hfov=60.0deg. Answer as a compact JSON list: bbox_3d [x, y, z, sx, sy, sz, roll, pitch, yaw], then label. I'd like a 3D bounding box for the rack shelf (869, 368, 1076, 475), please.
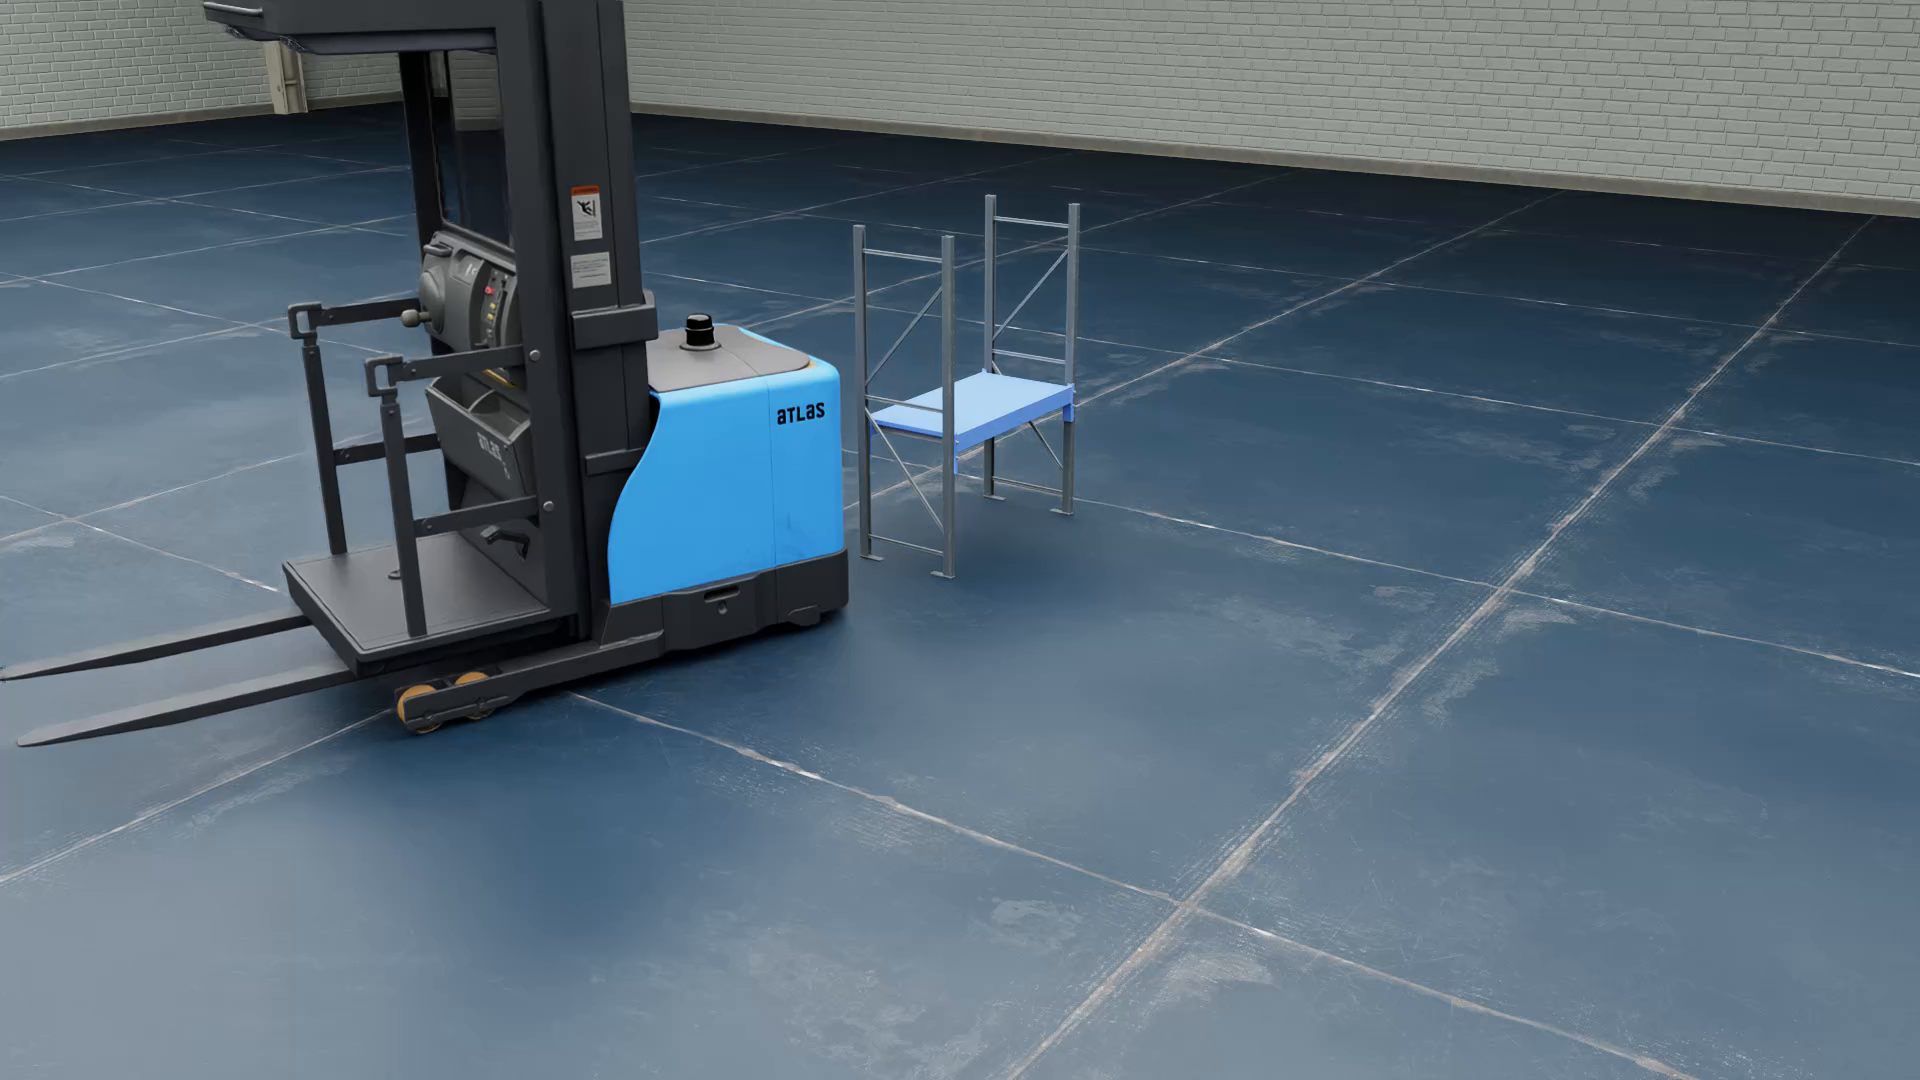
[{"bbox_3d":[0.048,-0.559,7.633,0.538,0.185,1.000,13,24,32],"label":"rack shelf"}]

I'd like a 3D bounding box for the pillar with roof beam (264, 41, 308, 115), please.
[{"bbox_3d":[-6.665,-9.911,21.588,9.100,9.000,0.400,13,24,32],"label":"pillar with roof beam"}]

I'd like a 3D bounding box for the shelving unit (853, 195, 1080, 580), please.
[{"bbox_3d":[0.048,-0.728,7.571,0.538,1.500,1.048,13,24,32],"label":"shelving unit"}]

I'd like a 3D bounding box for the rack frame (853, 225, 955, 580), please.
[{"bbox_3d":[-0.238,-0.582,7.177,0.500,1.500,0.032,13,24,32],"label":"rack frame"}]

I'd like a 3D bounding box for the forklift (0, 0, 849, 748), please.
[{"bbox_3d":[-1.963,-0.897,5.965,3.031,2.935,1.130,-13,24,-32],"label":"forklift"}]

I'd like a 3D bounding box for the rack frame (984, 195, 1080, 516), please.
[{"bbox_3d":[0.334,-0.874,7.965,0.500,1.500,0.032,13,24,32],"label":"rack frame"}]
